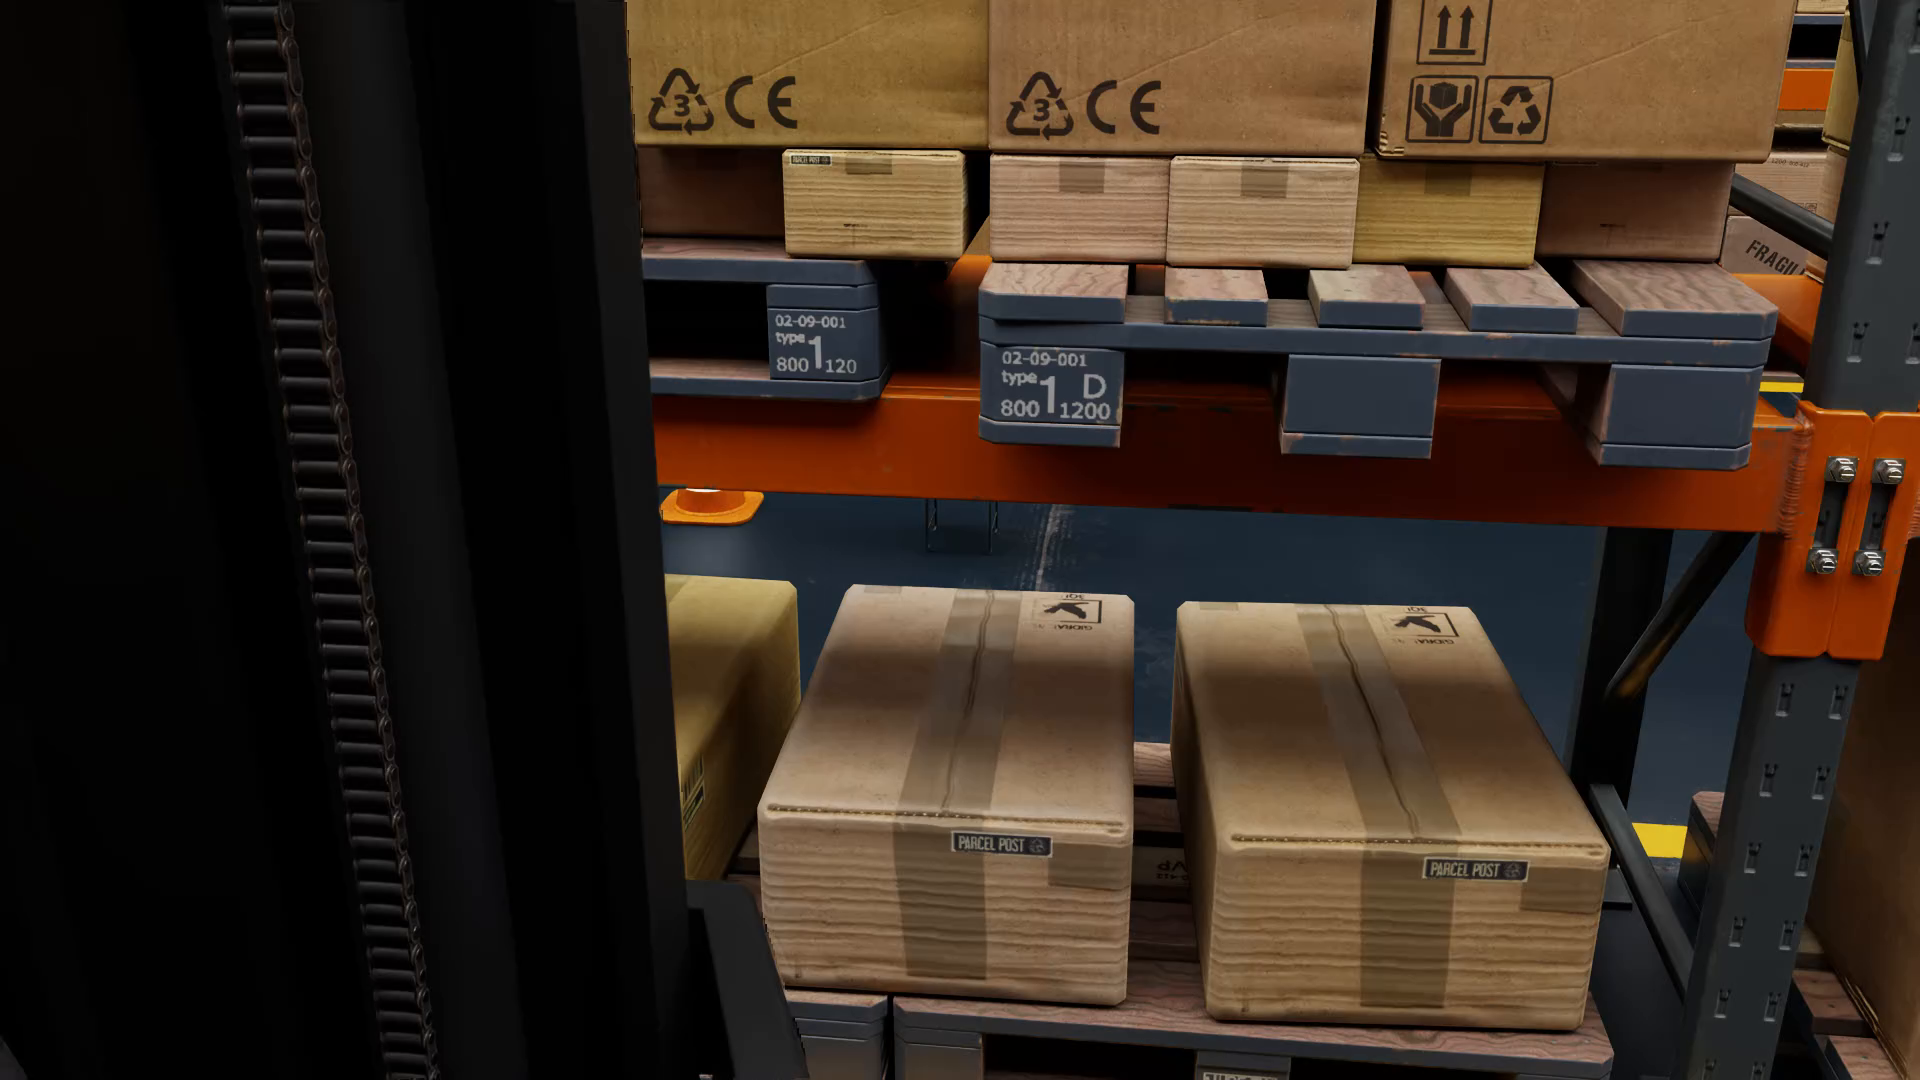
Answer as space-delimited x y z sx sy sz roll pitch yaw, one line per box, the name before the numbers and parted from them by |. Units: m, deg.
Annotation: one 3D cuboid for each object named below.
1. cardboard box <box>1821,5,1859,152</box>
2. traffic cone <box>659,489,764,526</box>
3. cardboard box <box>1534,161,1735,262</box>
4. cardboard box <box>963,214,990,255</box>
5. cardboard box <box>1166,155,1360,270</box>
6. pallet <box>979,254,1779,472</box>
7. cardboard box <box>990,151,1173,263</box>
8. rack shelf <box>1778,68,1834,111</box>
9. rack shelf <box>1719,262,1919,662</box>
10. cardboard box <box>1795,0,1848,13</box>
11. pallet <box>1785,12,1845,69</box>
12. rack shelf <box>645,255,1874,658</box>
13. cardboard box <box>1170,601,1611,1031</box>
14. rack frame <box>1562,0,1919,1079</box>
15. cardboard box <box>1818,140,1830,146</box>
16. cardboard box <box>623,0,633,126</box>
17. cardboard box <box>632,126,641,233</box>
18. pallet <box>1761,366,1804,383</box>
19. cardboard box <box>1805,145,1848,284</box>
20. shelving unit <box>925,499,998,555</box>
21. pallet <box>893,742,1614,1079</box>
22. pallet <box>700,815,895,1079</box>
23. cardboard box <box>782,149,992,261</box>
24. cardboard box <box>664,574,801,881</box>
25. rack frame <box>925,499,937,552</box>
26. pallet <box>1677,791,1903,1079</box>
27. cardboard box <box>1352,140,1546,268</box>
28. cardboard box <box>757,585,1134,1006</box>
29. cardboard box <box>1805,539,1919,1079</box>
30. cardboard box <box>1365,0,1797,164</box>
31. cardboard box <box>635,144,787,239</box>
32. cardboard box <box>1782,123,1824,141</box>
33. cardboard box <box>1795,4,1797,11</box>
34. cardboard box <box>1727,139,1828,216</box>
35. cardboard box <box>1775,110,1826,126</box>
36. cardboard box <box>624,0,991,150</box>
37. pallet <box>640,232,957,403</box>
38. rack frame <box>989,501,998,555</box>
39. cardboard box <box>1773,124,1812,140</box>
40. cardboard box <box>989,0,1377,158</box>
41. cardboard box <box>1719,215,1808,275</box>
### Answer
cardboard box | 1.822 -0.756 2.797 0.500 0.250 0.500 2 22 6
traffic cone | -0.859 -0.325 5.633 0.334 0.463 0.336 2 22 6
cardboard box | 0.958 -0.529 2.468 0.250 0.149 0.380 3 22 8
cardboard box | 0.331 -1.578 7.841 0.750 0.750 1.050 3 22 7
cardboard box | 0.428 -0.508 2.416 0.250 0.149 0.380 2 22 6
pallet | 0.591 -0.425 2.695 1.003 0.211 1.213 2 22 6
cardboard box | 0.179 -0.522 2.451 0.250 0.149 0.380 1 22 4
rack shelf | 3.779 -1.912 7.176 4.000 0.370 1.077 2 22 6
rack shelf | 3.297 -0.101 2.594 4.000 0.370 1.077 2 22 6
cardboard box | 3.531 -2.262 6.853 0.250 0.149 0.380 3 22 7
pallet | 3.764 -2.174 7.119 1.213 0.211 1.003 2 22 6
rack shelf | -0.675 -0.274 3.031 4.000 0.370 1.077 2 22 6
cardboard box | 0.751 0.477 3.157 0.625 0.372 0.950 1 22 3
rack frame | 1.311 -0.522 2.680 0.127 3.000 1.000 2 22 6
cardboard box | 3.961 -1.527 7.031 0.500 0.250 0.500 2 22 4
cardboard box | -0.731 -0.884 2.484 0.500 0.500 0.500 2 22 4
cardboard box | -0.590 -0.567 2.564 0.250 0.149 0.380 2 22 5
pallet | 3.777 -0.949 7.553 1.213 0.211 1.003 2 22 6
cardboard box | 1.844 -0.525 2.892 0.500 0.250 0.500 2 22 4
shelving unit | 0.008 -0.418 5.273 0.210 0.900 0.258 2 22 6
pallet | 0.535 0.740 3.280 1.213 0.211 1.003 2 22 6
pallet | -0.673 0.687 3.416 1.213 0.211 1.003 2 22 6
cardboard box | -0.096 -0.529 2.469 0.250 0.149 0.380 3 22 7
cardboard box | -0.735 0.413 3.319 0.625 0.372 0.950 3 22 8
rack frame | -0.093 -0.423 5.285 0.006 0.900 0.240 2 22 6
pallet | 2.085 0.836 3.037 1.213 0.211 1.003 2 22 6
cardboard box | 0.683 -0.514 2.430 0.250 0.149 0.380 3 22 7
cardboard box | 0.017 0.448 3.230 0.625 0.372 0.950 2 22 5
cardboard box | 1.987 0.331 2.841 0.875 0.875 0.875 2 22 6
cardboard box | 0.827 -0.820 2.323 0.500 0.500 0.500 2 22 5
cardboard box | -0.331 -0.586 2.612 0.250 0.149 0.380 3 22 7
cardboard box | 4.028 -1.716 7.510 0.500 0.250 0.500 3 22 8
cardboard box | 3.281 -2.274 6.883 0.250 0.149 0.380 3 22 8
cardboard box | 3.443 -1.549 7.087 0.500 0.250 0.500 3 22 7
cardboard box | 5.812 -3.195 11.759 0.875 0.875 1.225 3 22 6
cardboard box | -0.189 -0.860 2.423 0.500 0.500 0.500 1 22 3
pallet | -0.660 -0.503 2.894 1.213 0.211 1.003 2 22 6
rack frame | 0.109 -0.414 5.262 0.006 0.900 0.240 2 22 6
cardboard box | 3.509 -1.736 7.559 0.500 0.250 0.500 3 22 8
cardboard box | 0.312 -0.839 2.369 0.500 0.500 0.500 2 22 5
cardboard box | 3.476 -1.202 7.228 0.500 0.500 0.500 2 22 5
